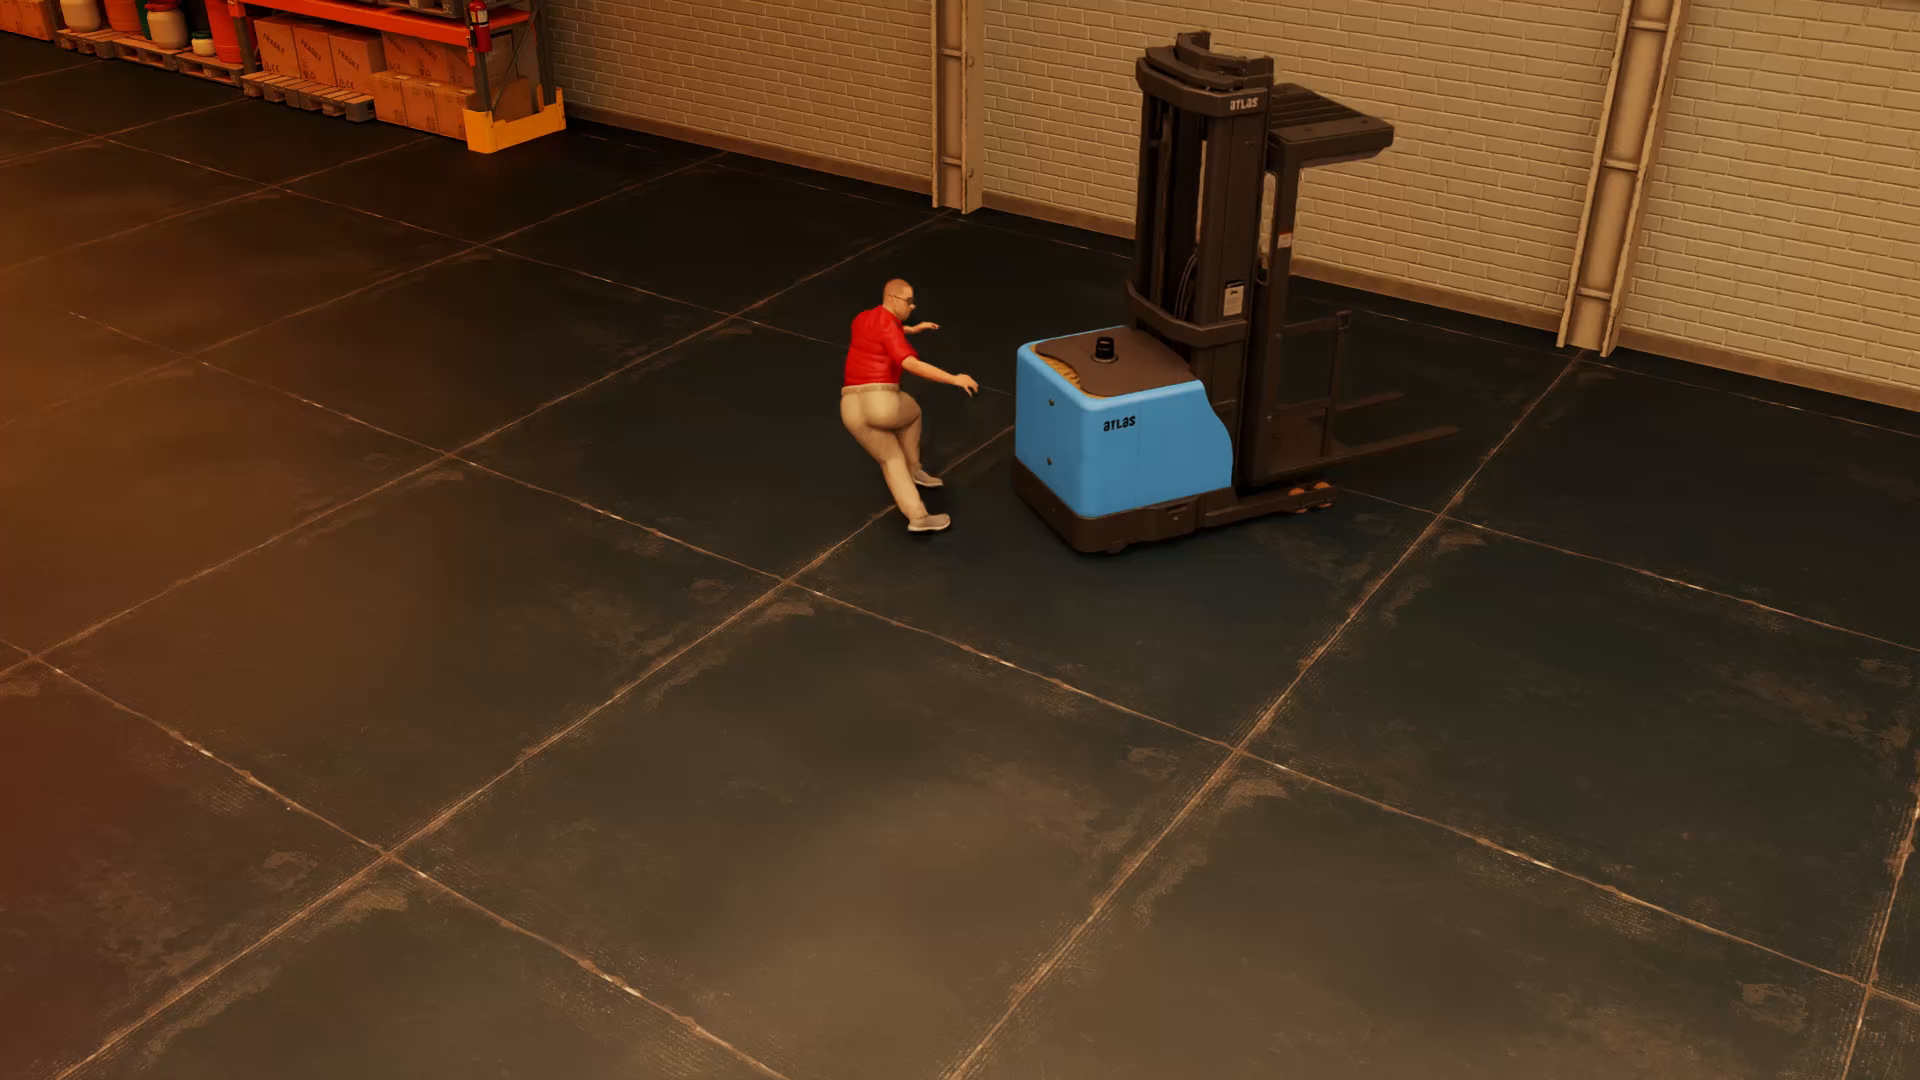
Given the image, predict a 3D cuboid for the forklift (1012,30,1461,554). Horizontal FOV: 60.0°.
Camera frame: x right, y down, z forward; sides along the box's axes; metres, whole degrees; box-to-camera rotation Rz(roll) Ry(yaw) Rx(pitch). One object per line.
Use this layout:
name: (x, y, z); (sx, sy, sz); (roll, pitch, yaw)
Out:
forklift: (1.905, -1.664, 10.447); (3.031, 2.935, 1.130); (-13, 33, -21)

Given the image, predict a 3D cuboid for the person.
person: (-0.292, -0.920, 10.598); (0.997, 1.486, 0.966); (17, 34, 27)
